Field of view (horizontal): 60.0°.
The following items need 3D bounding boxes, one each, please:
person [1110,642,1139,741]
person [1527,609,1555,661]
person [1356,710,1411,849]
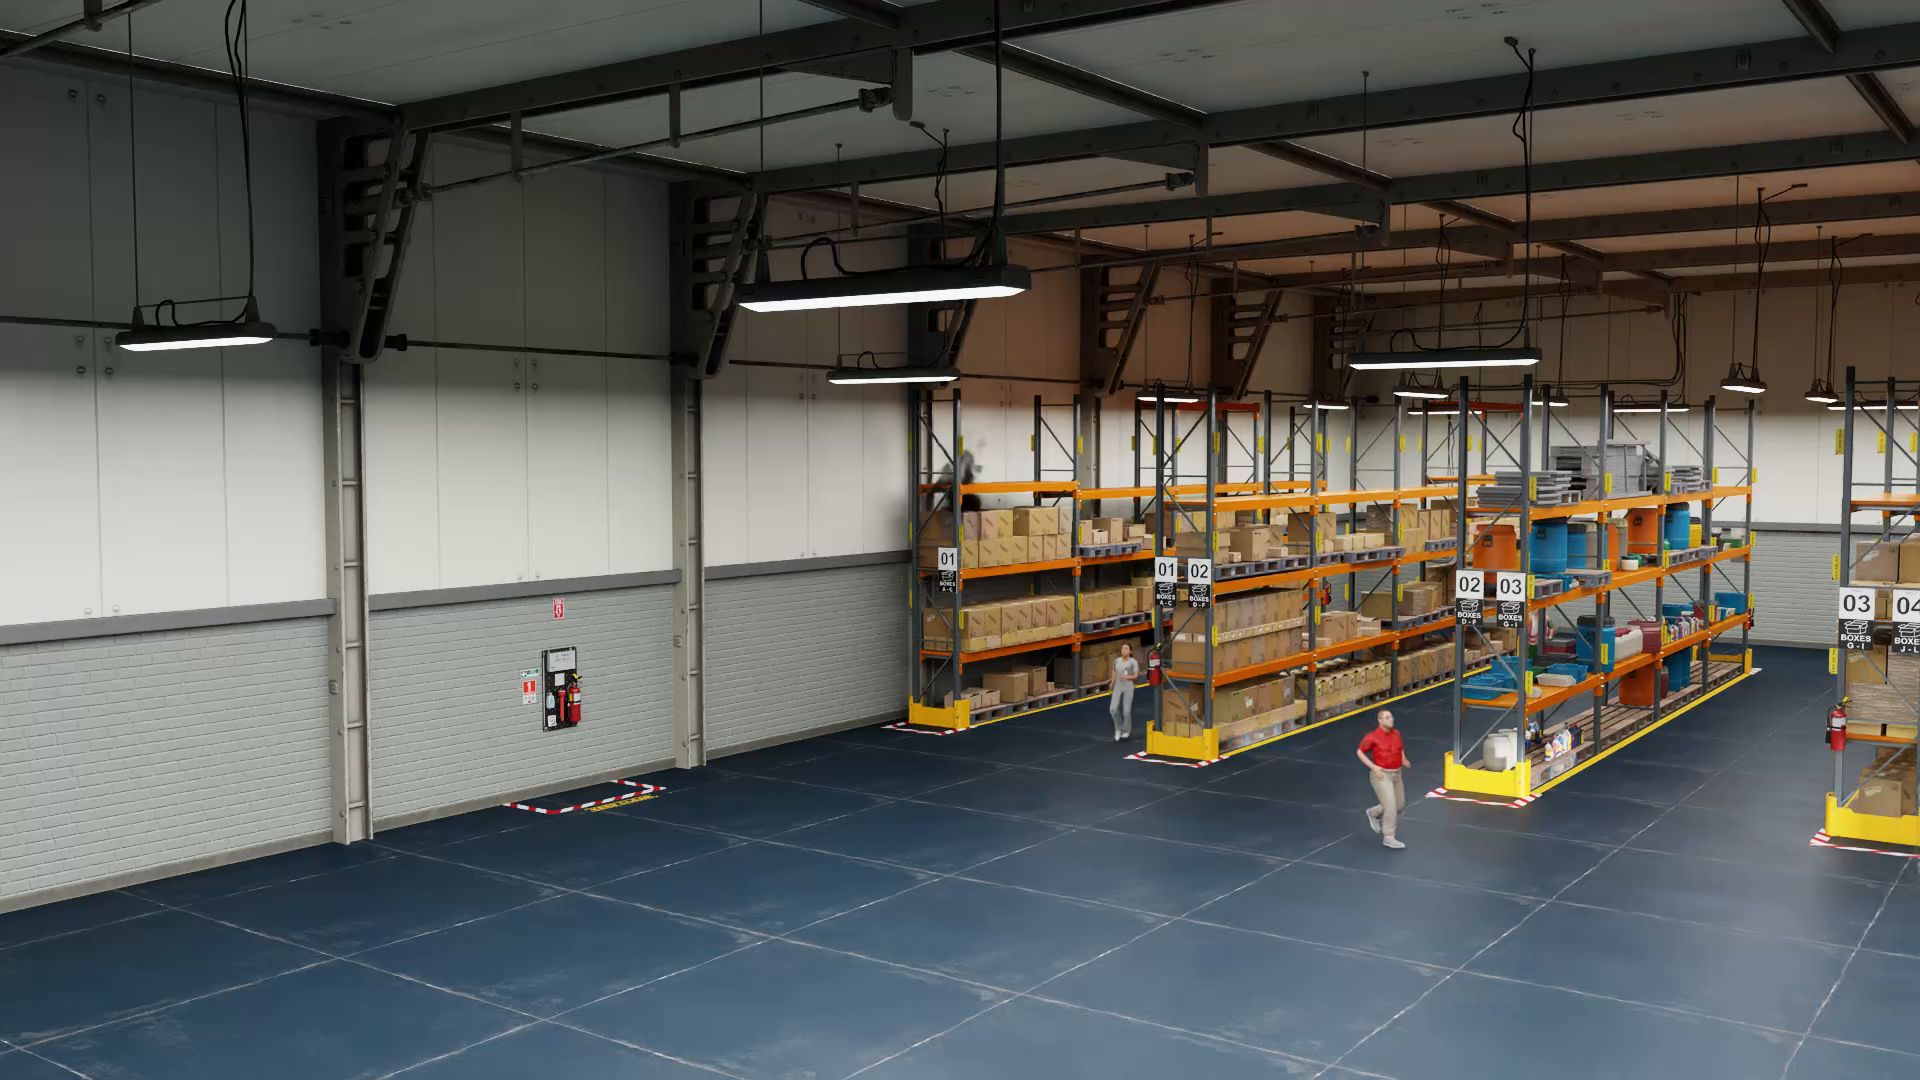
[{"bbox_3d":[2.759,2.569,28.189,0.541,1.663,0.580,1,4,23],"label":"person"},{"bbox_3d":[11.991,2.162,34.495,0.643,1.764,0.857,1,3,21],"label":"person"},{"bbox_3d":[5.319,2.969,20.845,0.671,1.682,0.759,-2,4,-29],"label":"person"}]
